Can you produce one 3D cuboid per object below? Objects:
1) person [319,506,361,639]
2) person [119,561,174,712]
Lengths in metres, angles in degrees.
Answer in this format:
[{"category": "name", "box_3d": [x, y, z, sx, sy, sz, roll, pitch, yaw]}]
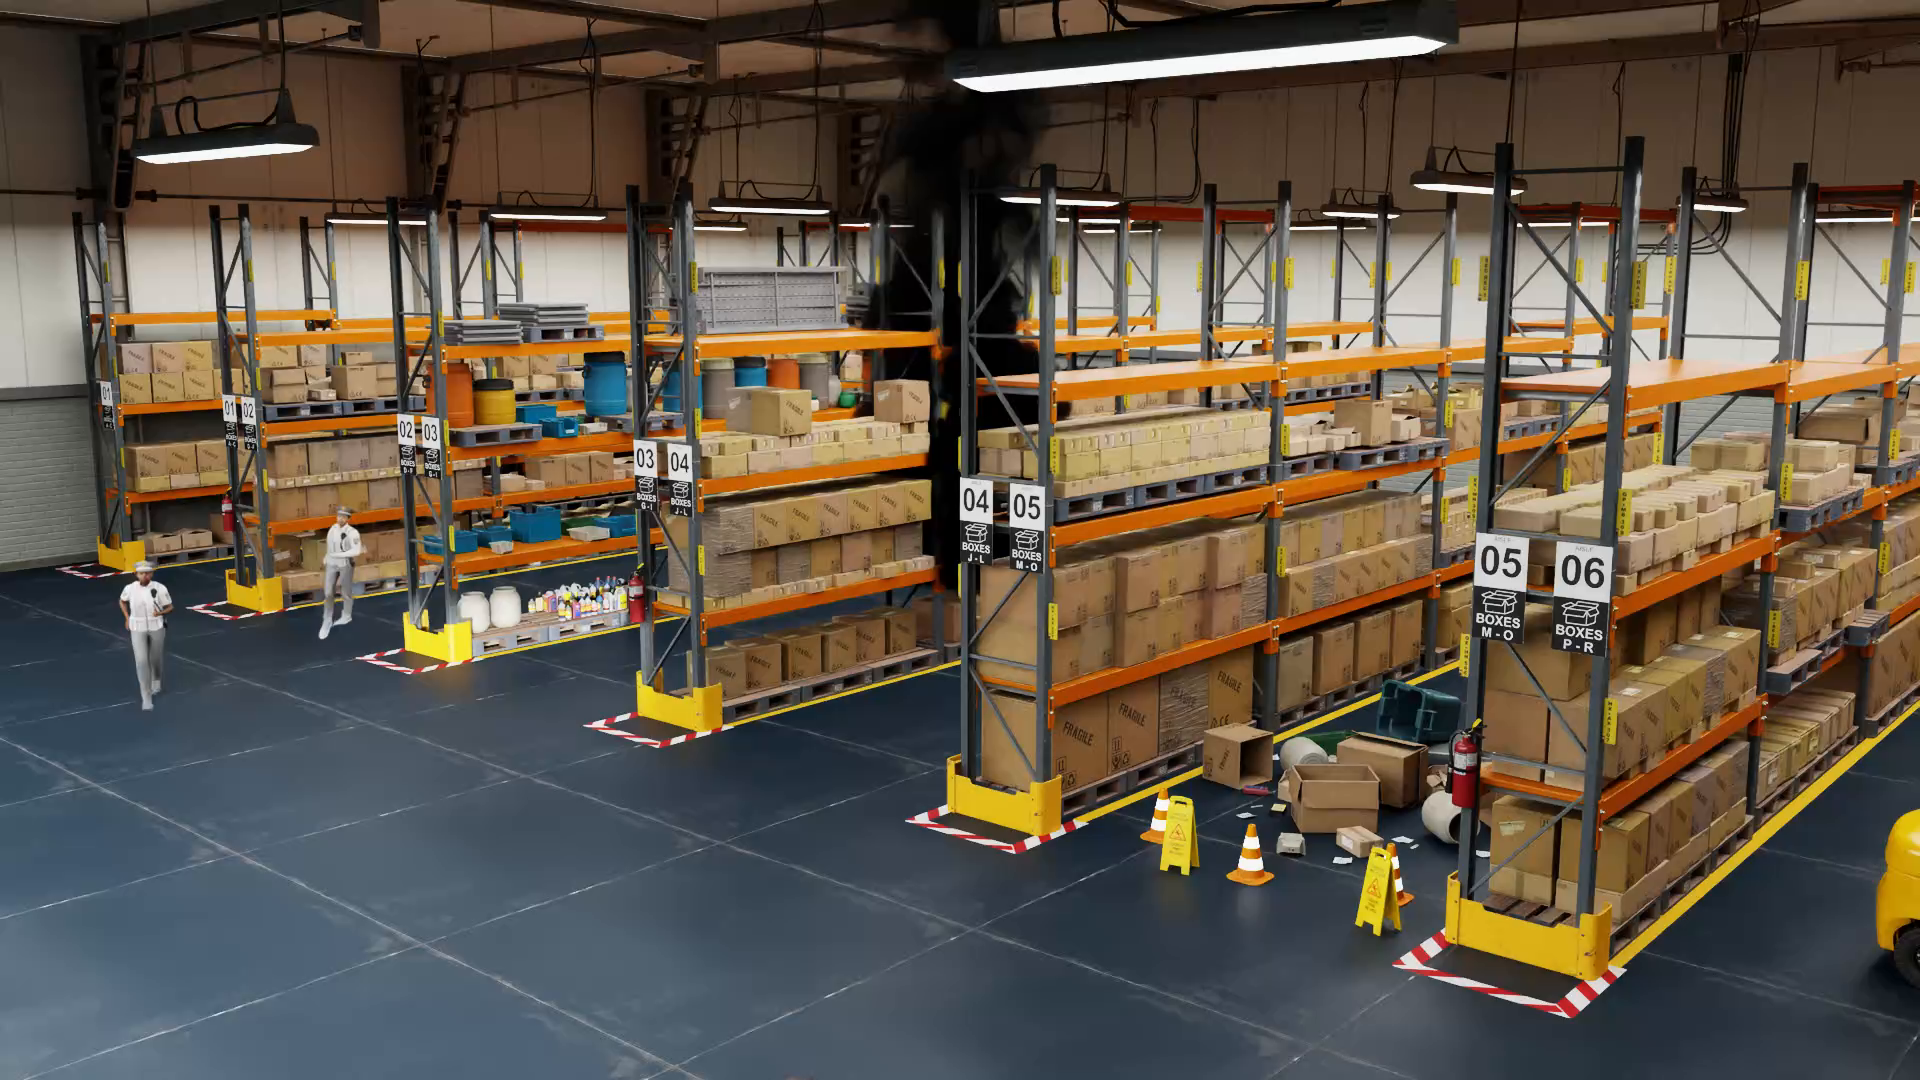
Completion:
[{"category": "person", "box_3d": [-8.249, 0.408, 22.230, 0.598, 1.778, 0.647, 1, 10, 6]}, {"category": "person", "box_3d": [-9.578, 1.083, 19.632, 0.572, 1.732, 0.870, -5, 11, -26]}]
